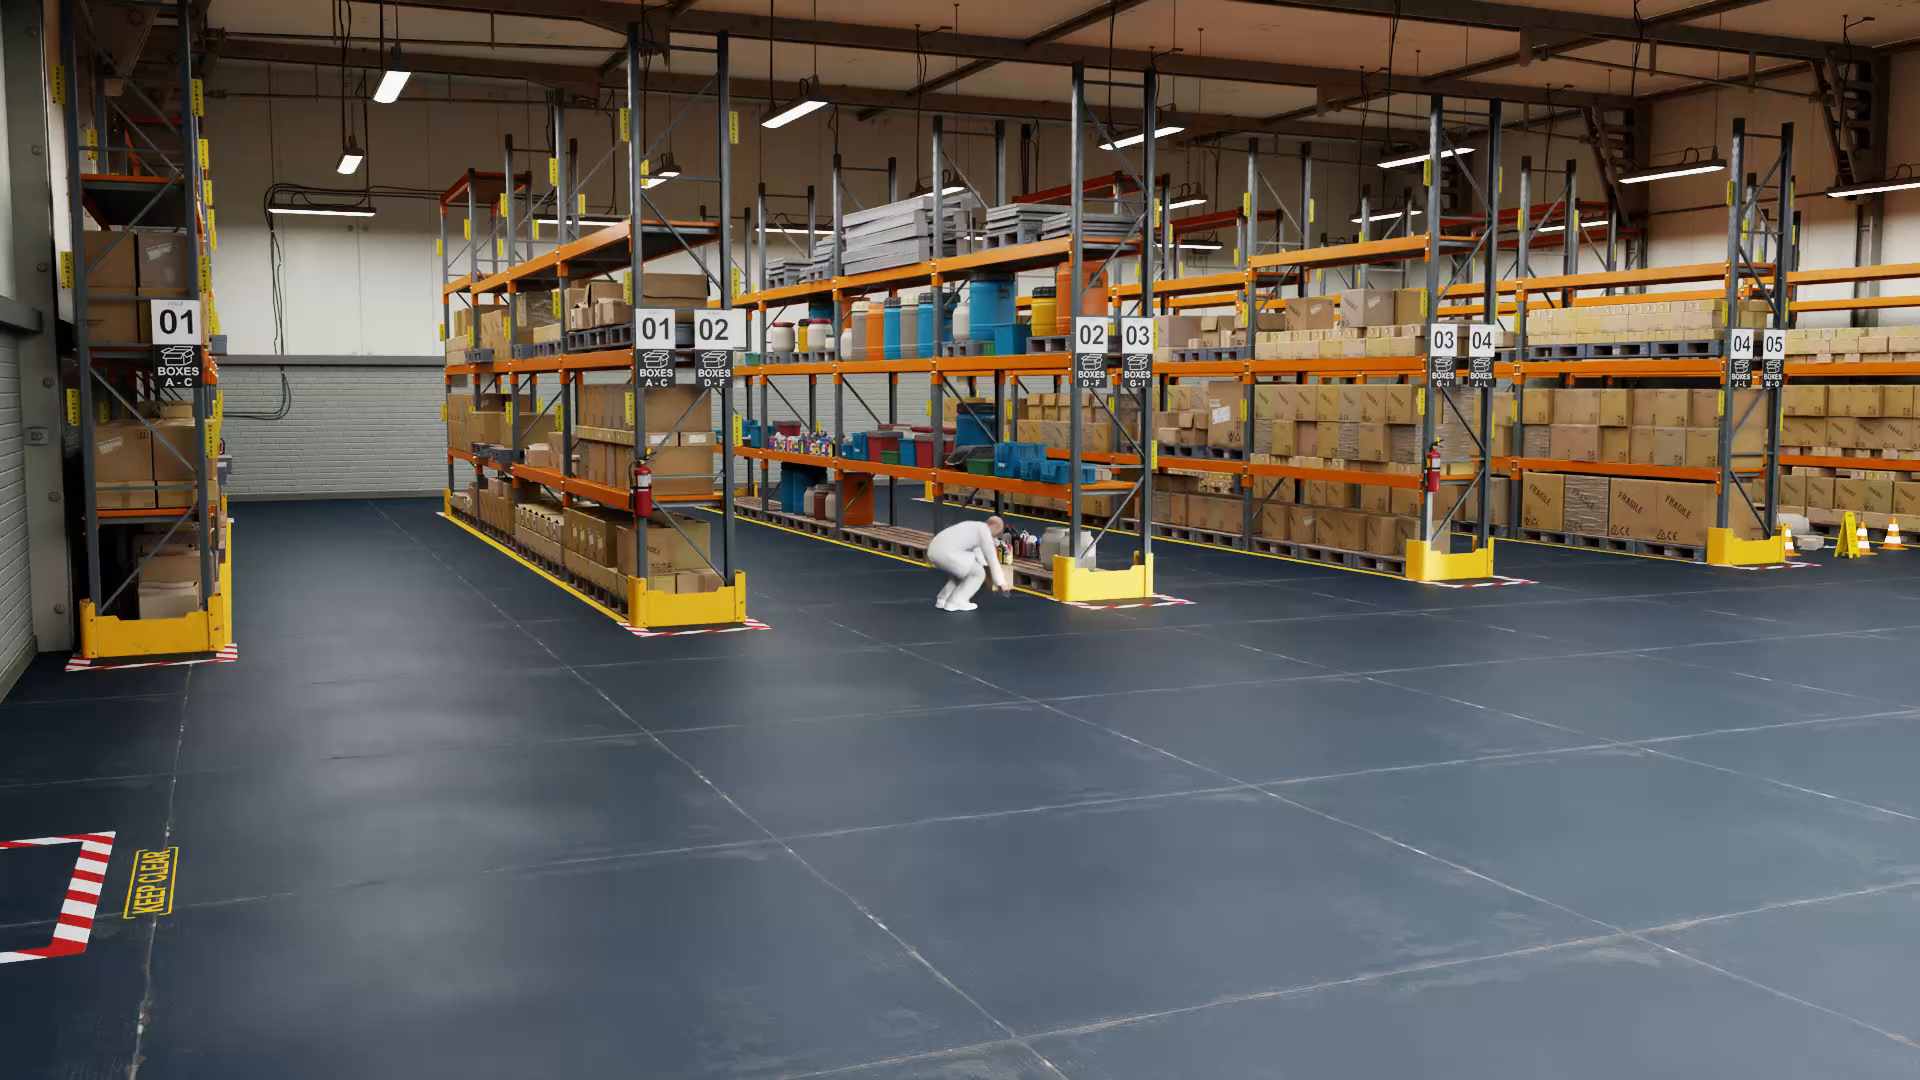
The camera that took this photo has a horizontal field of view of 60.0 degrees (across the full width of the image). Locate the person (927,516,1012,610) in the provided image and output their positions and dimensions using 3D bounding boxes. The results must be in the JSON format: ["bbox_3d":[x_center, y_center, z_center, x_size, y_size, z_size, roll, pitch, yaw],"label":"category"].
[{"bbox_3d":[0.091,0.251,18.202,0.942,1.003,0.589,-3,6,-26],"label":"person"}]
